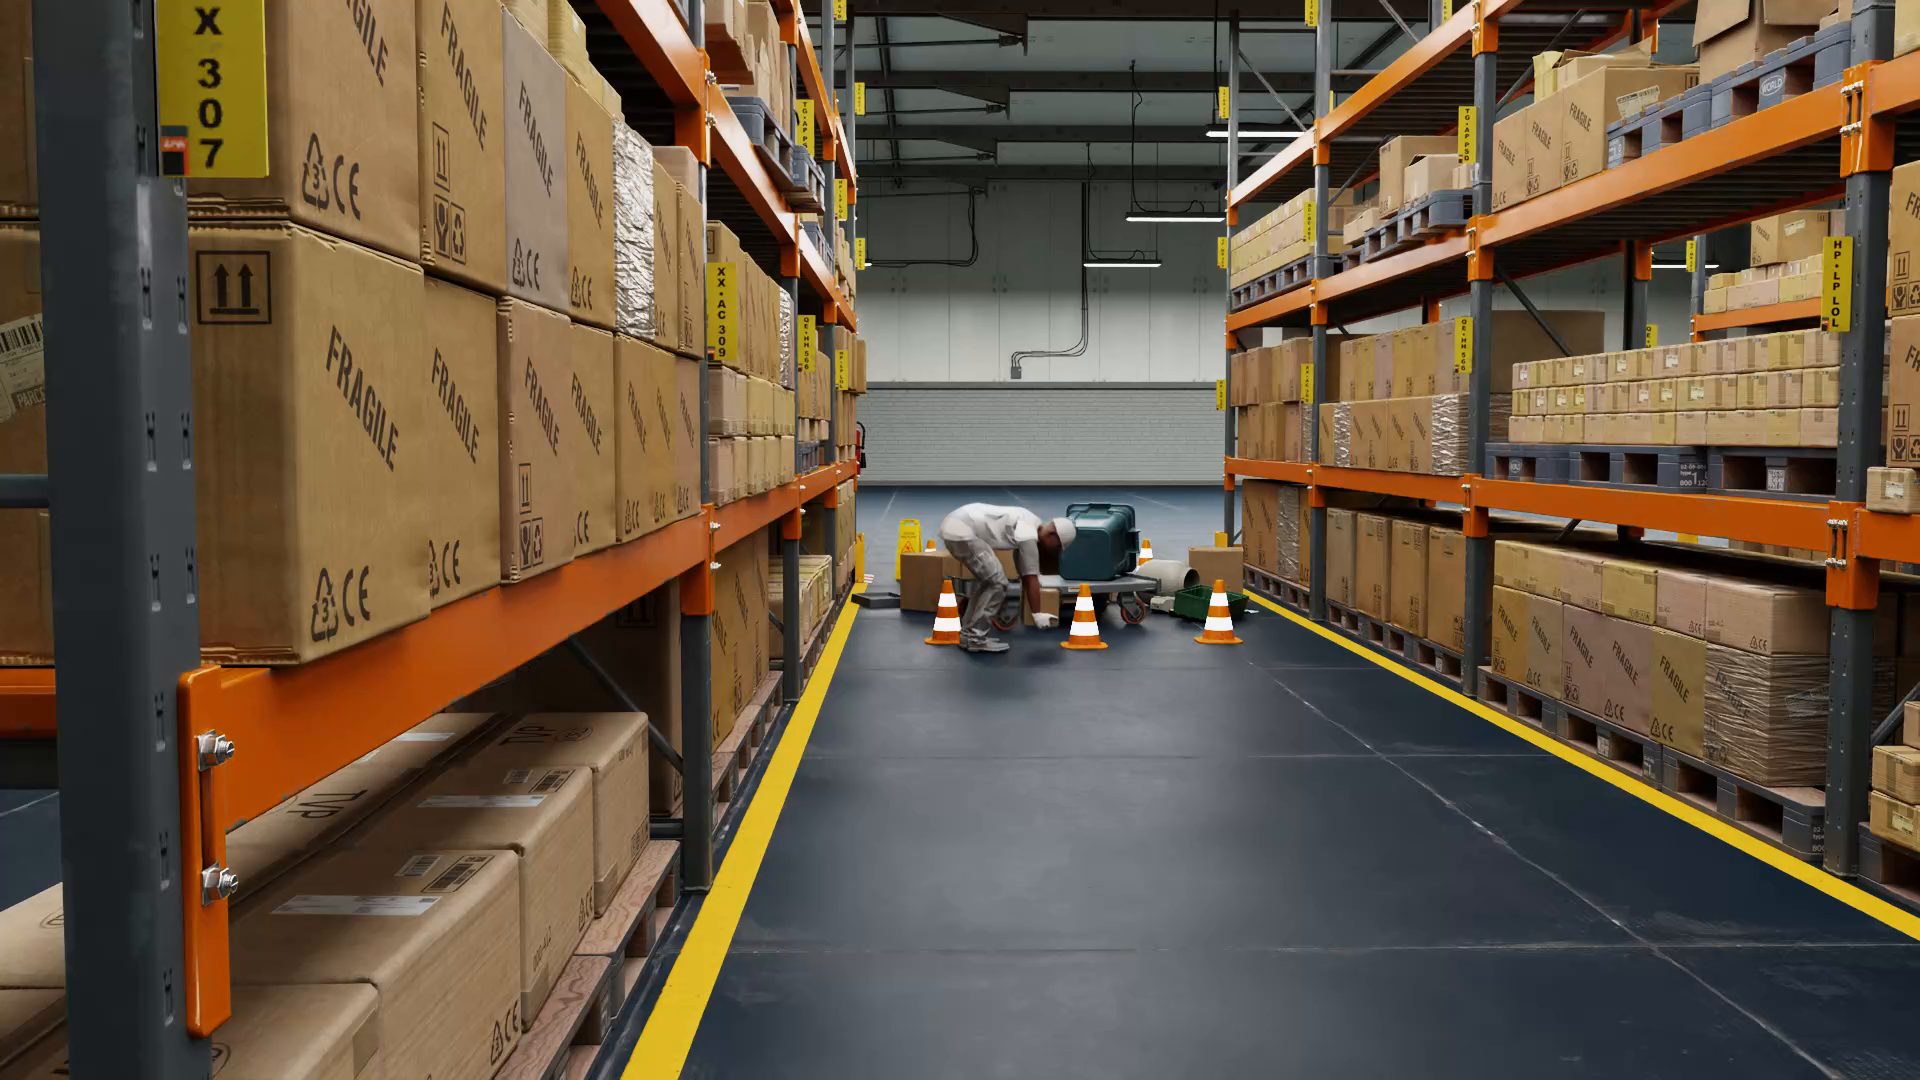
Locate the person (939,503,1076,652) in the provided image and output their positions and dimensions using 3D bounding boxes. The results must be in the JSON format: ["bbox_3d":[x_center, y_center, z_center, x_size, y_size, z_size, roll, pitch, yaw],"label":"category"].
[{"bbox_3d":[0.344,0.262,12.011,0.991,1.063,0.504,0,4,-5],"label":"person"}]
